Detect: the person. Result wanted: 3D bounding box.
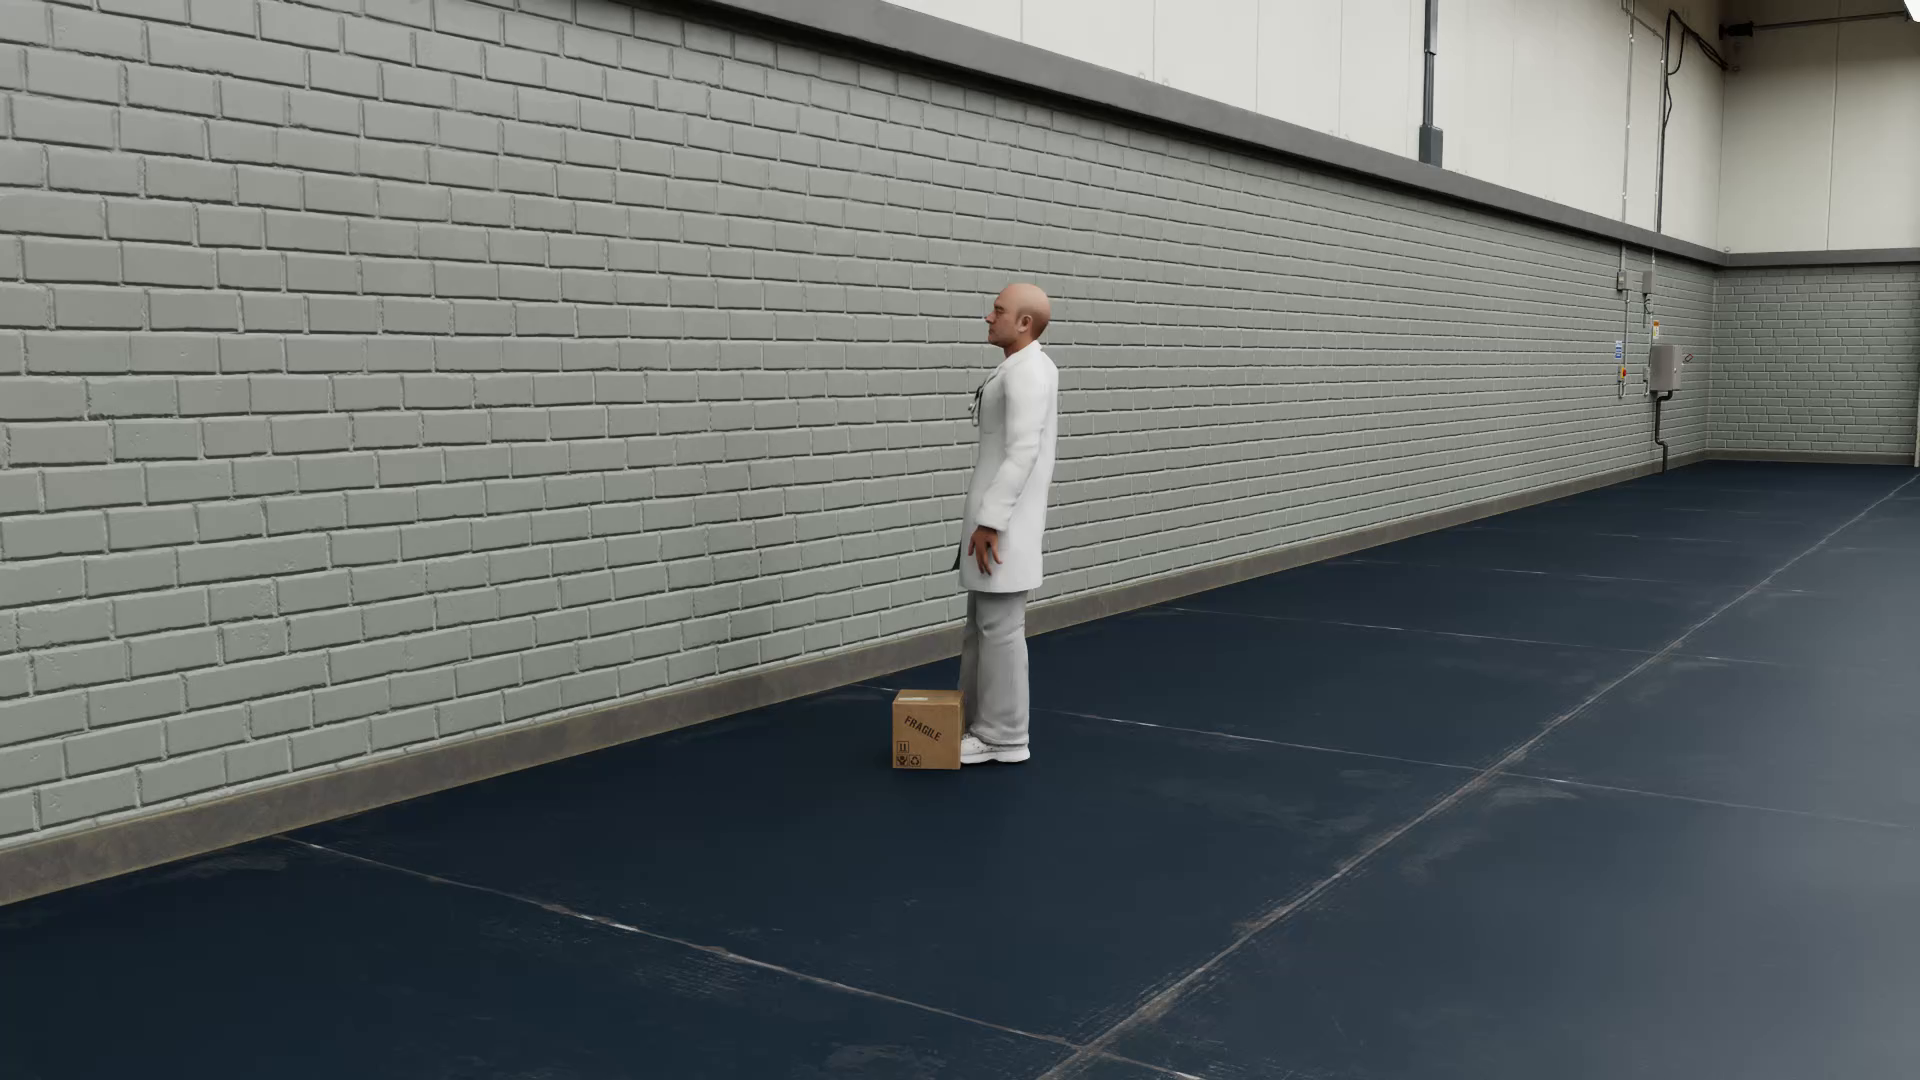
[{"bbox_3d":[0.070,-0.056,6.195,0.578,1.779,0.698,1,6,5],"label":"person"}]
